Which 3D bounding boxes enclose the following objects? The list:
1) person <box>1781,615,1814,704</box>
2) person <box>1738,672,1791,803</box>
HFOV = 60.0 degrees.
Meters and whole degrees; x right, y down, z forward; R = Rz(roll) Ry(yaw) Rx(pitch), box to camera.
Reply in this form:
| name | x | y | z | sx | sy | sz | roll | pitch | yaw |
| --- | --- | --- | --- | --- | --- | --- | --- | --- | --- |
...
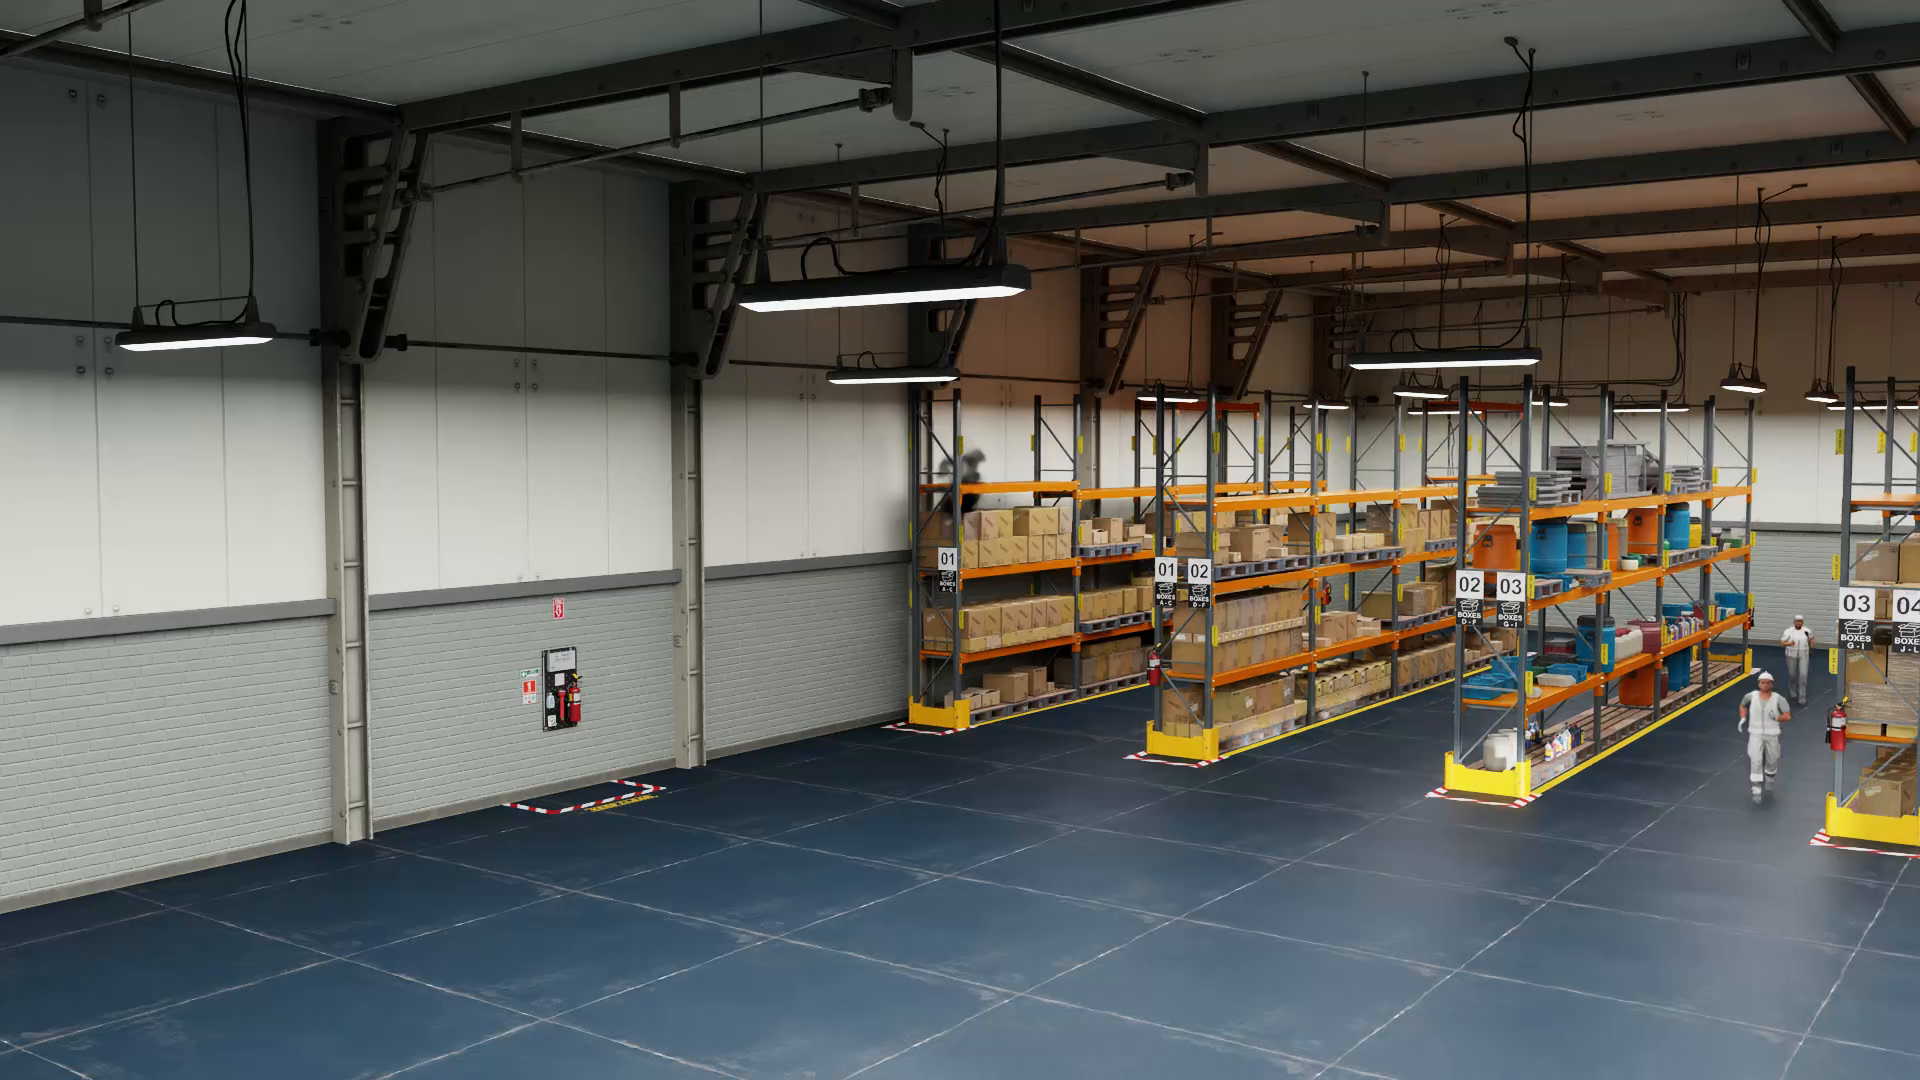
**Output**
| name | x | y | z | sx | sy | sz | roll | pitch | yaw |
| --- | --- | --- | --- | --- | --- | --- | --- | --- | --- |
| person | 16.354 | 2.302 | 32.478 | 0.598 | 1.691 | 0.874 | 1 | 4 | 24 |
| person | 11.295 | 2.744 | 23.358 | 0.659 | 1.774 | 0.995 | 2 | 4 | 27 |
